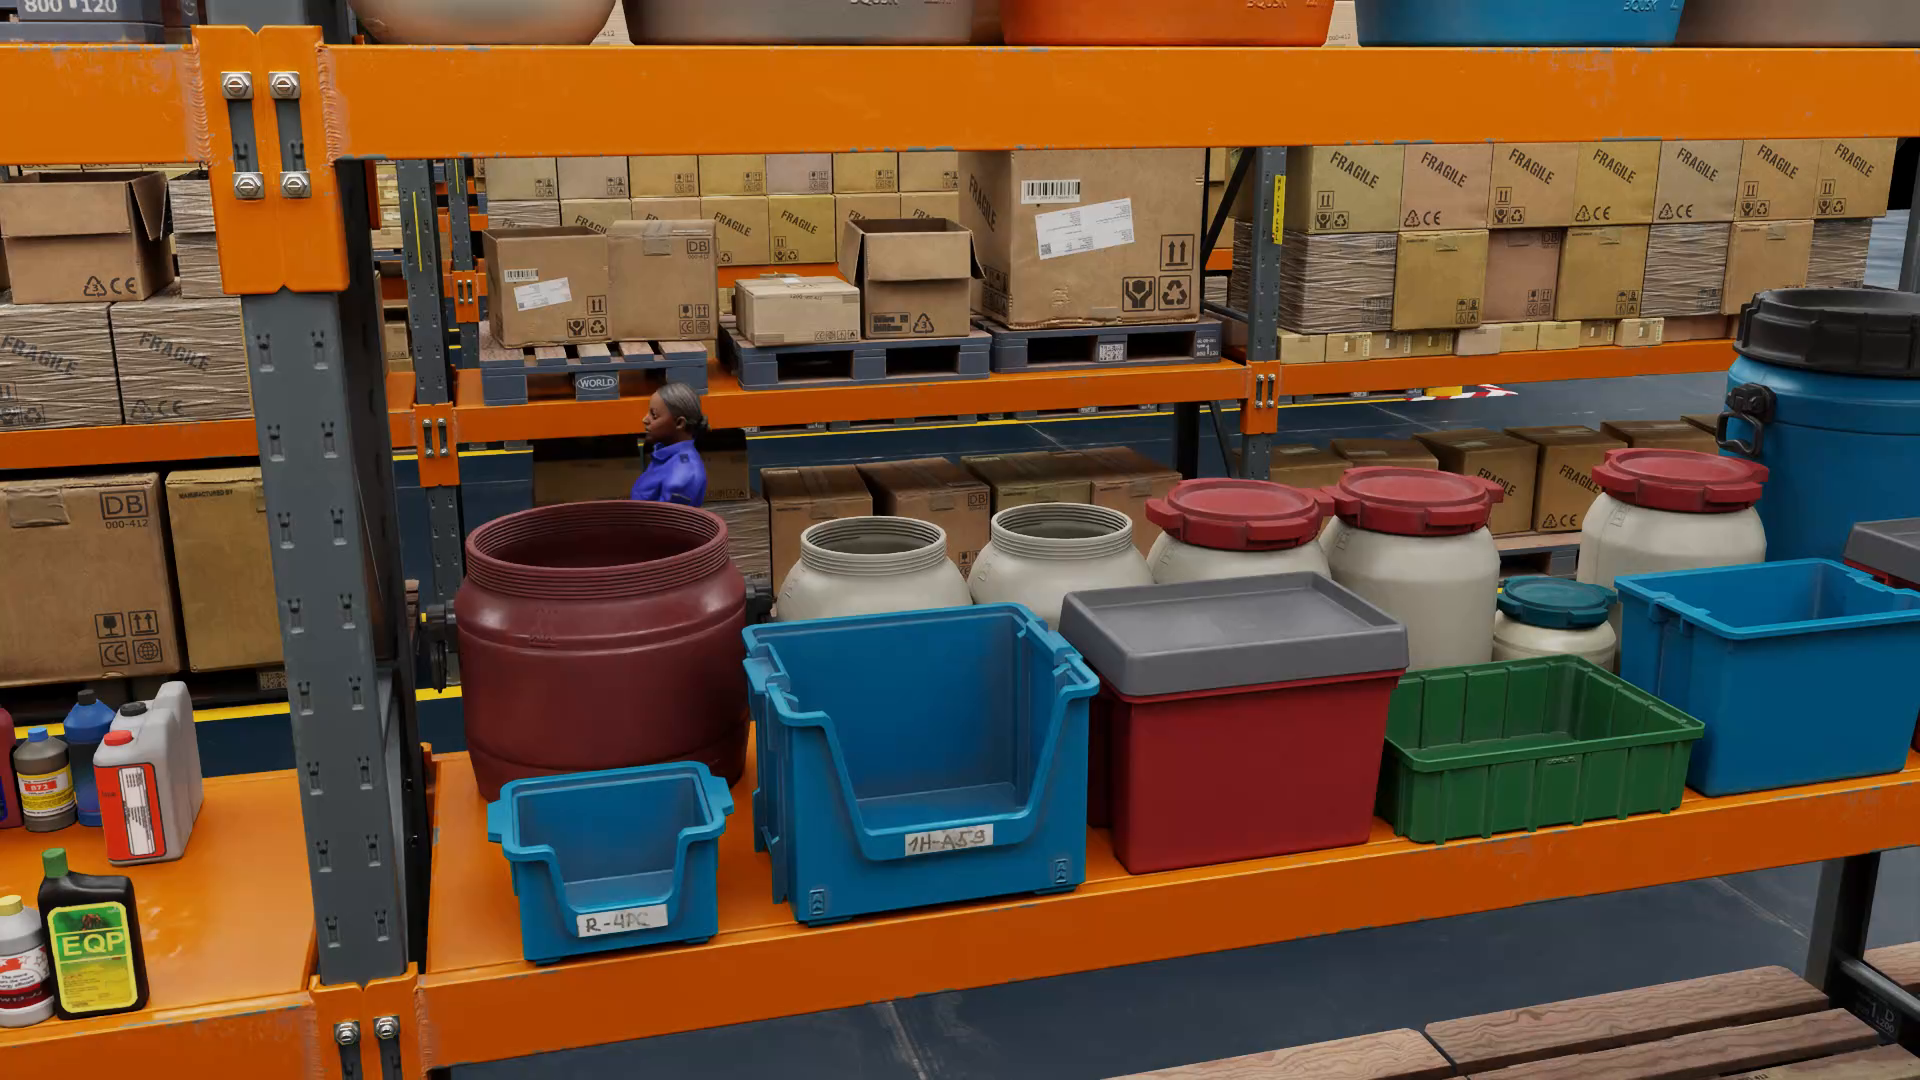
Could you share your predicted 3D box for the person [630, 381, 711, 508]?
[{"bbox_3d":[-1.180,0.182,6.301,0.520,1.577,0.451,-4,17,-14],"label":"person"}]
